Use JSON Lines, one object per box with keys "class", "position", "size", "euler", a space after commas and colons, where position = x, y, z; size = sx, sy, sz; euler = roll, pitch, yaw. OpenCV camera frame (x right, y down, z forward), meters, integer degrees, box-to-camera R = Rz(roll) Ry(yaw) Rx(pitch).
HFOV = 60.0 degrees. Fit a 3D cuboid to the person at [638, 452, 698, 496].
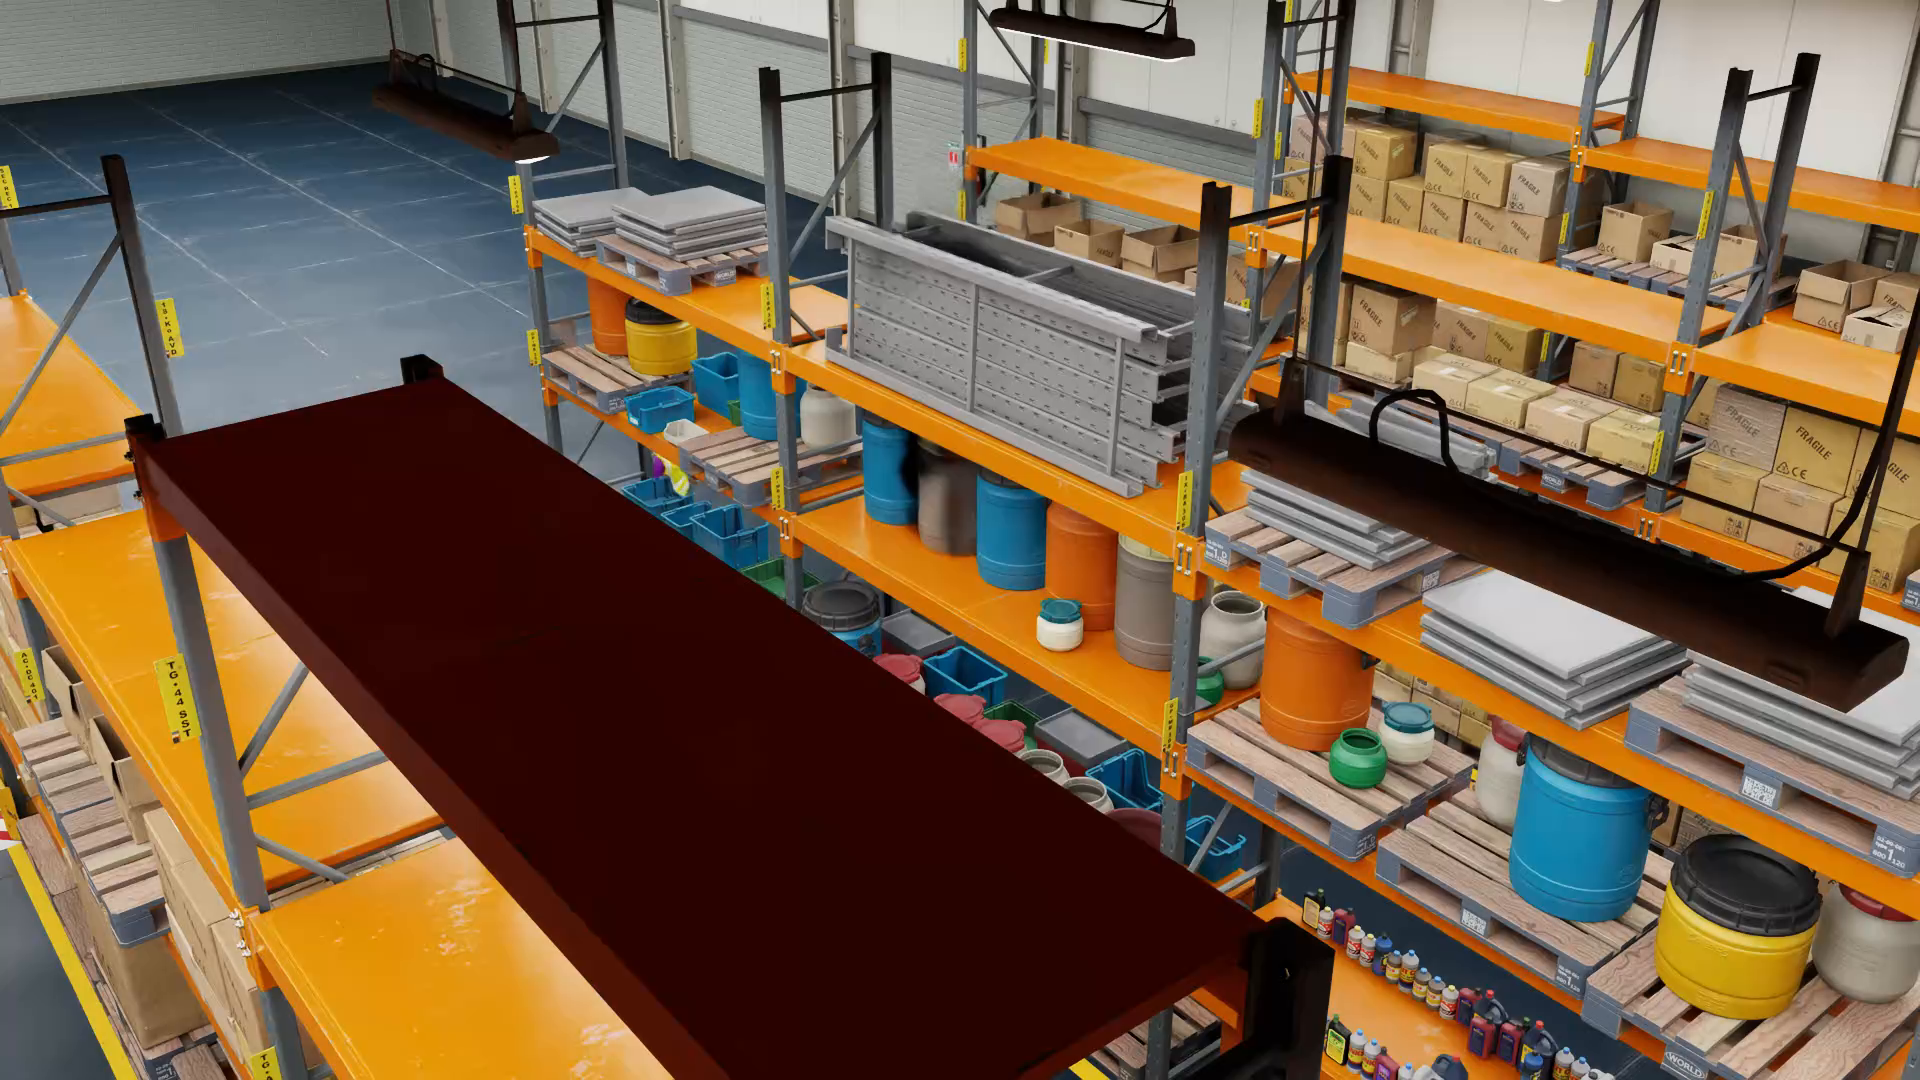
{"class": "person", "position": [-3.052, -0.502, 17.287], "size": [0.667, 1.699, 0.717], "euler": [7, 27, 13]}
